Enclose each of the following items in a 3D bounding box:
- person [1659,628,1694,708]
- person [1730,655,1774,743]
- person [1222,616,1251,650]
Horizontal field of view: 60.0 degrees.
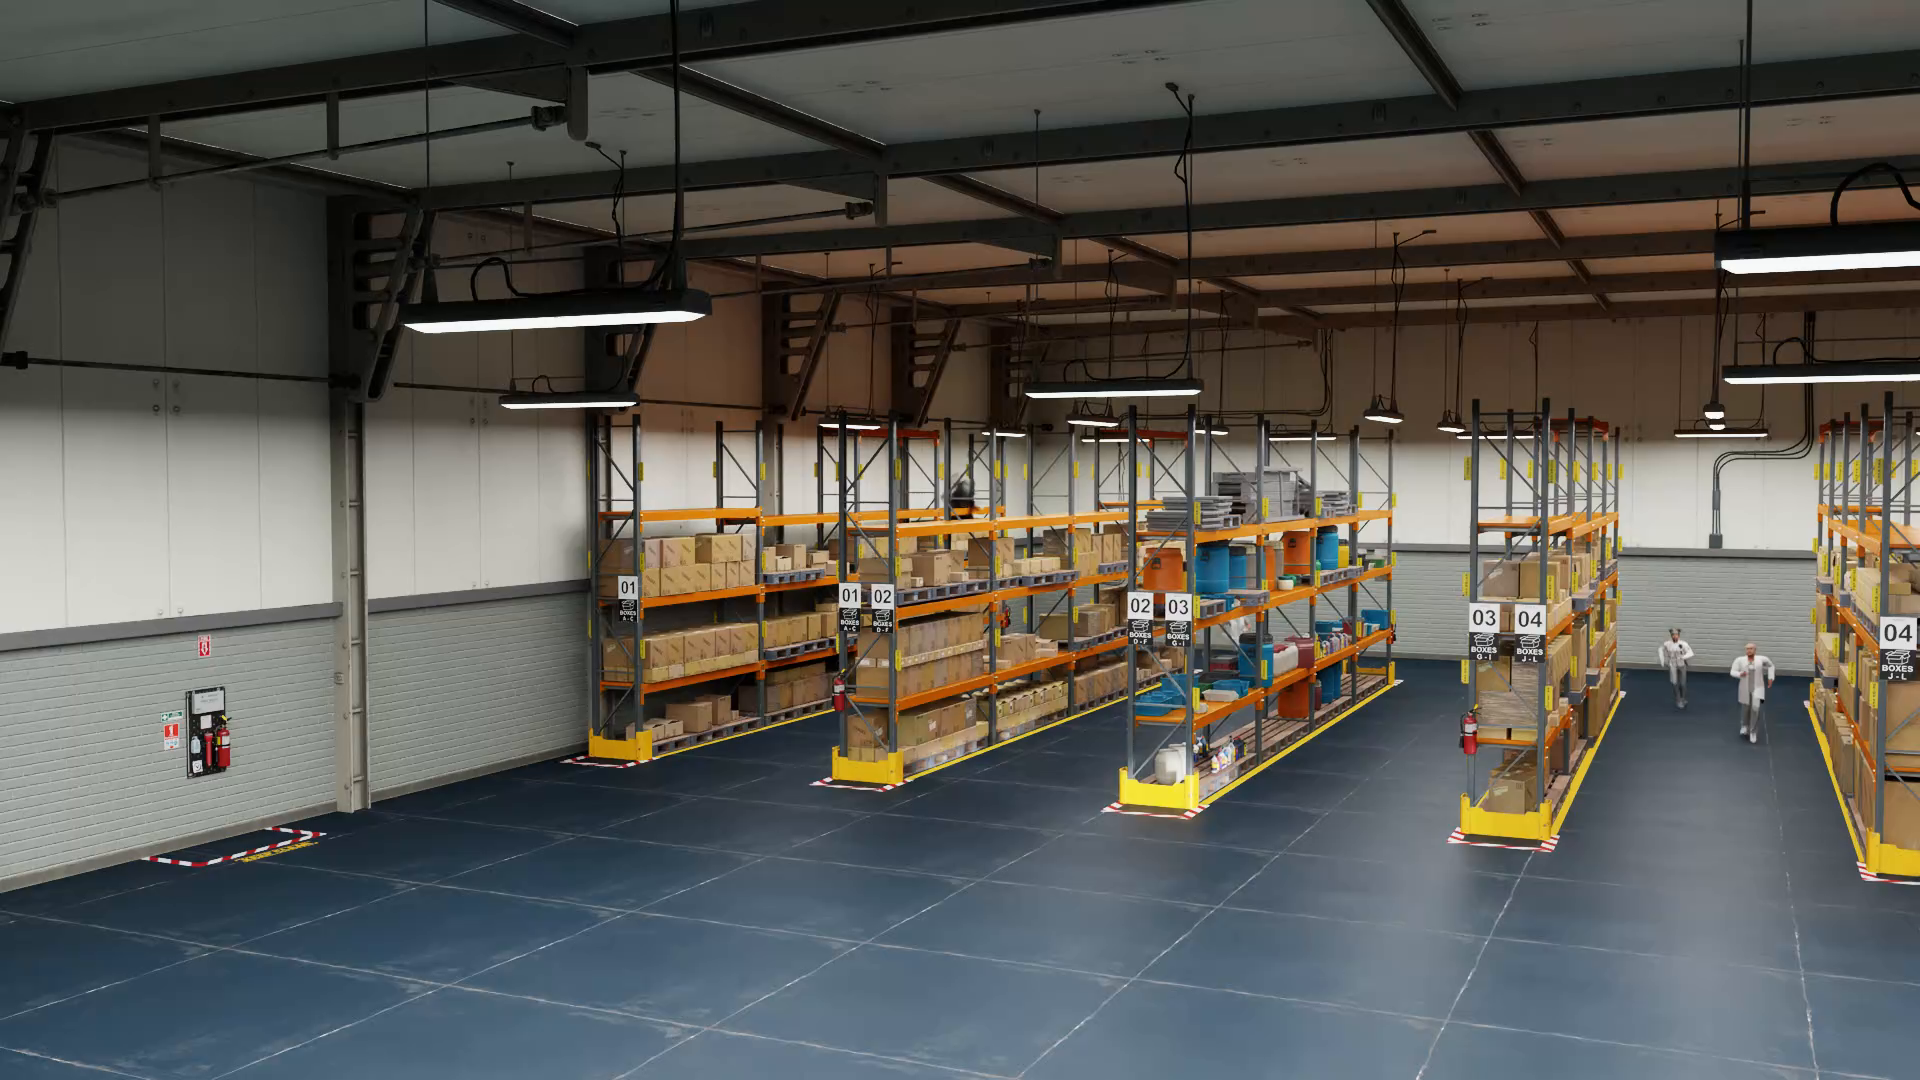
[{"bbox_3d":[15.265,2.727,35.450,0.671,1.723,0.698,1,3,22],"label":"person"},{"bbox_3d":[14.832,2.938,31.127,0.731,1.635,0.916,1,3,30],"label":"person"},{"bbox_3d":[6.876,2.443,40.990,0.738,1.727,1.026,0,2,-12],"label":"person"}]
